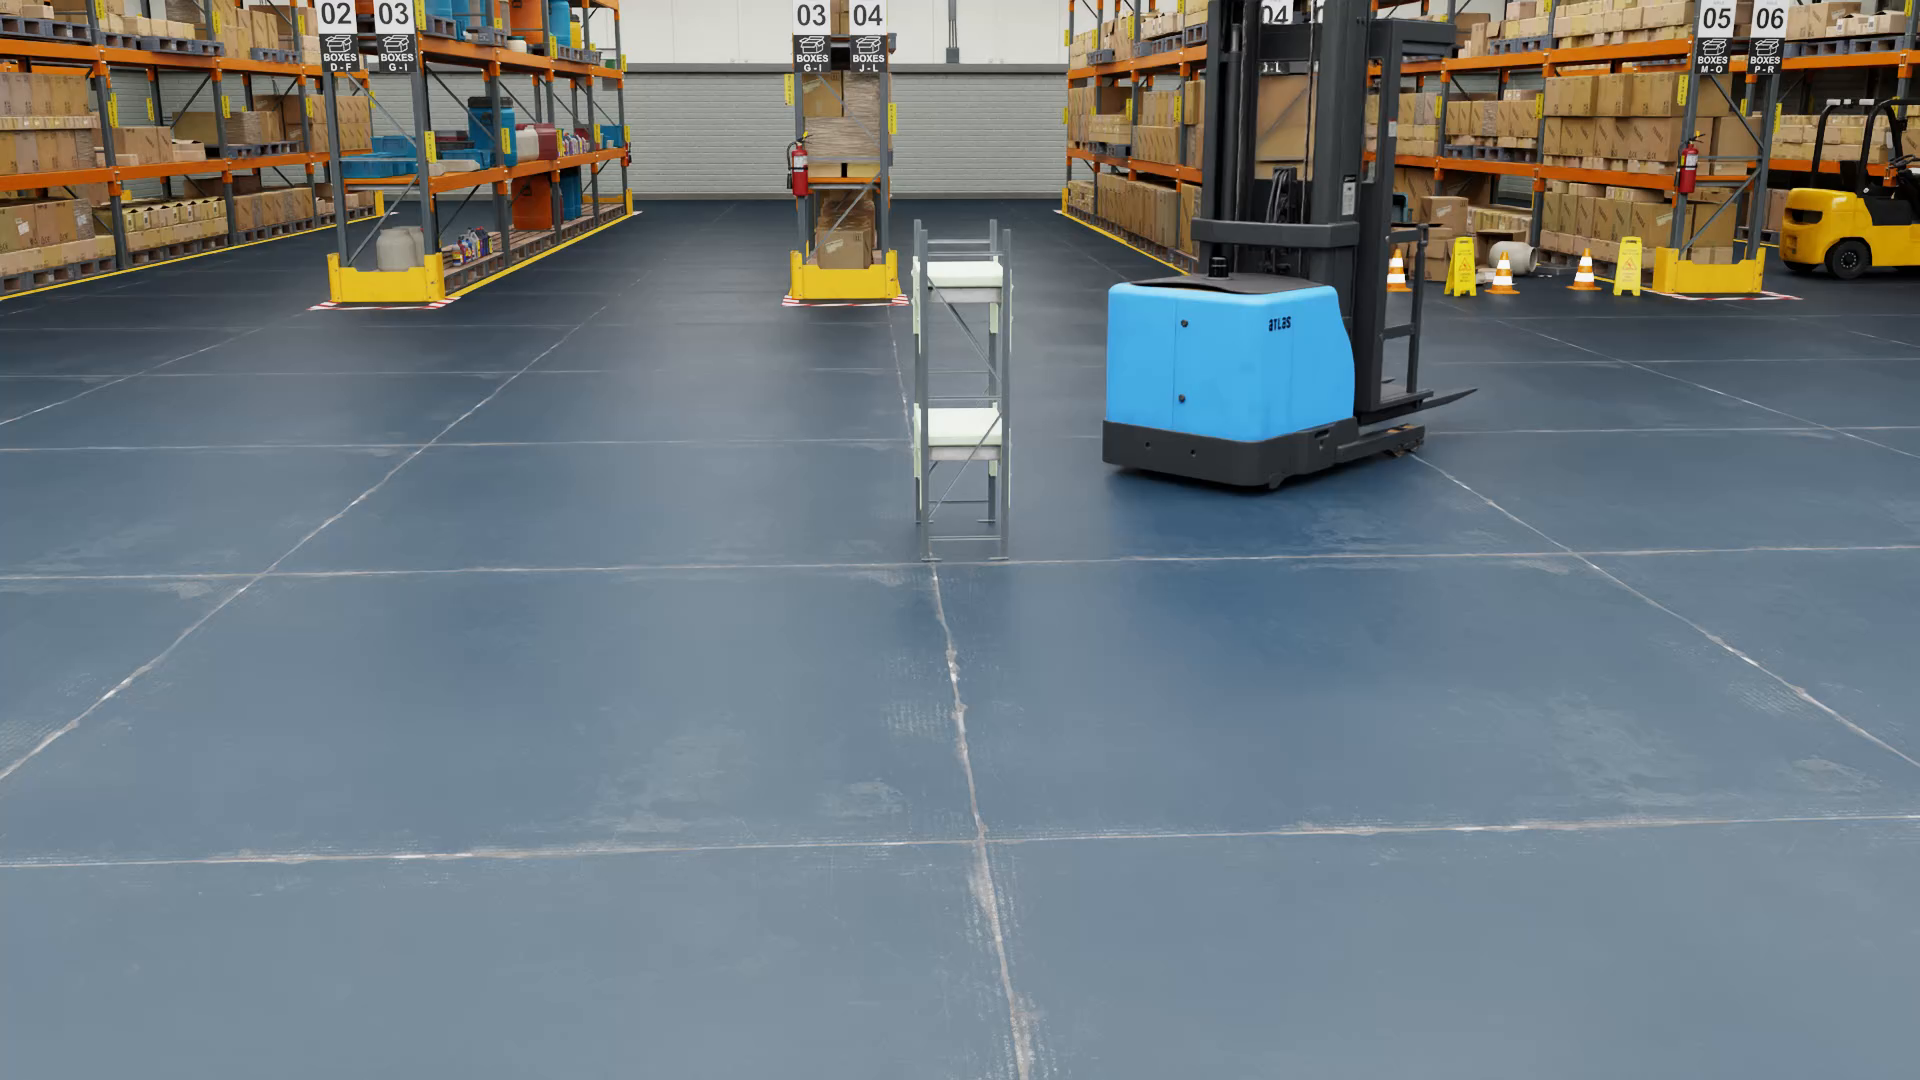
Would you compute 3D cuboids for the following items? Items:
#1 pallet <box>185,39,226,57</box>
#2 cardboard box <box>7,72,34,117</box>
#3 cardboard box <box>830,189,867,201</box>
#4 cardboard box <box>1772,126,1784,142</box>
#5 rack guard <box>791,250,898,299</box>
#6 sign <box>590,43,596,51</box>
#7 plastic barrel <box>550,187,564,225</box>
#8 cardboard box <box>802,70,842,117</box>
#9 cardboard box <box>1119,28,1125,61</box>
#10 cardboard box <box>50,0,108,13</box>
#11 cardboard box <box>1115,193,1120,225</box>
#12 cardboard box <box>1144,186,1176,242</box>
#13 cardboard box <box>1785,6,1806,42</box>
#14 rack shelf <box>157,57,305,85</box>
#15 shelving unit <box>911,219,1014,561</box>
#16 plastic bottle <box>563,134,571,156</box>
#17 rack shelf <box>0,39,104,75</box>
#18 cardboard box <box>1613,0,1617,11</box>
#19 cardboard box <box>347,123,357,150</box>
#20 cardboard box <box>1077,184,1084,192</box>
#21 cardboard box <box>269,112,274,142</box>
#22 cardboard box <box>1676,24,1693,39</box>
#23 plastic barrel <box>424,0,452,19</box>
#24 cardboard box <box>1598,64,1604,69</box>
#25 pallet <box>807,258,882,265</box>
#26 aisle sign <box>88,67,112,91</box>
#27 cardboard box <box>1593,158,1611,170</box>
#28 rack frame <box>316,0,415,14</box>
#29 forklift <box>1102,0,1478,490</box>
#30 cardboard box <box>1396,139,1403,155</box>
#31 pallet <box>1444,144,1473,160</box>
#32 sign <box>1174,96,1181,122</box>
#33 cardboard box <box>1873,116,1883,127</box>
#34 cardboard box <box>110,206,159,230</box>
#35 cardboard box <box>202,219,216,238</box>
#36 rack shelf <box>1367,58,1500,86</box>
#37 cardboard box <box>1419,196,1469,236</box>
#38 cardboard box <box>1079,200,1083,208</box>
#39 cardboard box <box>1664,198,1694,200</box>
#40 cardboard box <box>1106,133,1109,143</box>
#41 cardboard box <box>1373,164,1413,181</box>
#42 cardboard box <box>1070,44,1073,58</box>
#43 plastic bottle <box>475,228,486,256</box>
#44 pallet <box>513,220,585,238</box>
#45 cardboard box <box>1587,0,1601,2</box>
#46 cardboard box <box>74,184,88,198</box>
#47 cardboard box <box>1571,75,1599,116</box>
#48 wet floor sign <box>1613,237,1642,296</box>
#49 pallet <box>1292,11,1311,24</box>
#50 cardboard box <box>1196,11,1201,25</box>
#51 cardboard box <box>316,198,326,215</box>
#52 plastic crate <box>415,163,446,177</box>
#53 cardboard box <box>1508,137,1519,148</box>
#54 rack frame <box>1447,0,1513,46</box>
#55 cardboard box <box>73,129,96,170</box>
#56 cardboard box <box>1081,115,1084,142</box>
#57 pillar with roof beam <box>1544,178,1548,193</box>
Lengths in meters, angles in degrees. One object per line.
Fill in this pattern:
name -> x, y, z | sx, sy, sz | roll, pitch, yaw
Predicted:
pallet -> -11.535, -7.181, 24.274 | 1.213, 0.211, 1.003 | 0, 14, -1
cardboard box -> -11.291, -5.184, 19.351 | 0.700, 0.500, 0.500 | -1, 14, -3
cardboard box -> -1.664, -5.207, 24.871 | 0.500, 0.250, 0.500 | 1, 14, 3
cardboard box -> 12.880, -6.300, 25.791 | 0.500, 0.250, 0.500 | 0, 14, -2
rack guard -> -1.288, -2.958, 18.518 | 1.175, 0.500, 0.348 | -1, 14, -3
sign -> -6.421, -8.522, 29.091 | 0.100, 0.325, 0.005 | -1, 14, -3
plastic barrel -> -6.839, -5.500, 27.380 | 0.600, 0.588, 0.708 | -1, 14, -3
cardboard box -> -1.564, -4.959, 18.476 | 0.500, 0.500, 0.500 | -1, 14, -3
cardboard box -> 2.845, -7.954, 26.699 | 0.500, 0.500, 0.500 | -1, 14, -3
cardboard box -> -11.417, -7.093, 21.506 | 0.500, 0.500, 0.500 | -1, 14, -3
cardboard box -> 2.848, -5.472, 27.447 | 0.500, 0.500, 0.500 | 0, 14, -1
cardboard box -> 3.242, -4.702, 23.955 | 1.050, 0.750, 0.750 | -1, 14, -3
cardboard box -> 12.868, -7.938, 25.596 | 0.500, 0.500, 0.500 | -1, 14, -3
rack shelf -> -11.790, -7.589, 26.924 | 1.077, 0.370, 4.000 | -1, 14, -3
shelving unit -> 0.000, -0.725, 7.833 | 0.431, 1.500, 0.755 | -1, 14, -3
plastic bottle -> -6.518, -6.536, 27.508 | 0.144, 0.351, 0.185 | -1, 14, -3
rack shelf -> -11.294, -5.599, 19.191 | 1.077, 0.370, 4.000 | -1, 14, -3
cardboard box -> 8.233, -6.546, 20.330 | 0.380, 0.149, 0.250 | -1, 14, -2
cardboard box -> -11.801, -7.665, 31.595 | 0.500, 0.500, 0.500 | -1, 14, -3
cardboard box -> 2.477, -6.828, 32.230 | 0.380, 0.149, 0.250 | -1, 14, -3
cardboard box -> -12.002, -6.942, 27.944 | 0.700, 0.500, 0.500 | 1, 14, 5
cardboard box -> 8.307, -5.718, 18.713 | 0.380, 0.149, 0.250 | -1, 14, -3
plastic barrel -> -6.519, -6.717, 20.245 | 0.600, 0.901, 0.708 | -1, 14, -3
cardboard box -> 12.462, -9.099, 31.854 | 0.380, 0.149, 0.250 | -1, 14, -3
pallet -> -1.375, -3.323, 20.518 | 1.003, 0.211, 1.213 | -1, 14, -3
aisle sign -> -16.811, -9.181, 32.471 | 0.394, 0.787, 0.004 | -1, 14, -3
cardboard box -> 8.173, -4.712, 20.823 | 0.380, 0.149, 0.250 | -1, 14, -4
rack frame -> -6.226, -6.978, 17.088 | 1.000, 3.000, 0.127 | -1, 14, -3
forklift -> 2.177, -1.991, 9.884 | 1.130, 2.935, 3.031 | 13, 19, 41
cardboard box -> 7.700, -6.720, 28.424 | 0.500, 0.250, 0.500 | -1, 14, -4
pallet -> 8.263, -6.023, 25.802 | 1.213, 0.211, 1.003 | -1, 14, -3
sign -> 2.885, -5.707, 22.023 | 0.100, 0.325, 0.005 | -1, 14, -3
cardboard box -> 13.037, -5.883, 23.367 | 0.380, 0.149, 0.250 | -1, 14, -4
cardboard box -> -11.221, -4.367, 22.528 | 0.500, 0.311, 0.500 | -1, 14, -4
cardboard box -> -11.355, -4.603, 24.573 | 0.500, 0.250, 0.500 | -1, 14, -4
rack shelf -> 7.989, -7.894, 28.110 | 1.077, 0.370, 4.000 | -1, 14, -3
cardboard box -> 6.586, -4.418, 22.675 | 0.500, 0.500, 0.500 | -1, 14, -3
cardboard box -> 2.505, -6.483, 32.081 | 0.380, 0.149, 0.250 | -1, 14, -3
cardboard box -> 8.772, -4.003, 20.734 | 0.500, 0.500, 0.500 | -1, 14, -2
cardboard box -> 2.629, -6.642, 27.484 | 0.380, 0.149, 0.250 | -2, 15, -6
cardboard box -> 7.983, -6.308, 29.945 | 0.875, 0.875, 0.875 | 0, 14, -2
cardboard box -> 2.451, -9.686, 32.932 | 0.500, 0.250, 0.500 | -1, 14, -3
plastic bottle -> -6.135, -3.794, 21.187 | 0.144, 0.351, 0.185 | -2, 15, -6
pallet -> -6.885, -5.210, 27.852 | 1.003, 0.211, 1.213 | -1, 14, -3
cardboard box -> 8.683, -7.398, 23.194 | 0.500, 0.250, 0.500 | -1, 14, -5
cardboard box -> -16.900, -6.470, 31.326 | 0.700, 0.500, 0.500 | -1, 14, -5
cardboard box -> 8.185, -5.608, 21.000 | 0.700, 0.500, 0.500 | -1, 14, -5
wet floor sign -> 7.552, -3.098, 18.773 | 0.267, 0.644, 0.232 | 4, 15, 16
pallet -> 3.617, -5.795, 18.687 | 1.003, 0.211, 1.213 | -1, 14, -3
cardboard box -> 3.157, -6.494, 20.686 | 0.380, 0.149, 0.250 | -1, 14, -4
cardboard box -> -11.724, -6.000, 29.840 | 0.500, 0.311, 0.500 | -1, 14, -3
plastic crate -> -5.961, -4.173, 18.753 | 0.298, 0.136, 0.250 | -1, 14, -3
cardboard box -> 8.002, -5.632, 23.557 | 0.380, 0.149, 0.250 | -1, 14, -4
rack frame -> 8.112, -9.197, 25.713 | 1.000, 3.000, 0.127 | -1, 14, -3
cardboard box -> -11.384, -4.930, 20.968 | 0.700, 0.500, 0.500 | -1, 14, -5
cardboard box -> 2.558, -7.746, 31.316 | 0.500, 0.500, 0.500 | -1, 14, -4
pillar with roof beam -> 9.007, -11.882, 36.149 | 9.100, 9.000, 0.400 | -1, 14, -3
